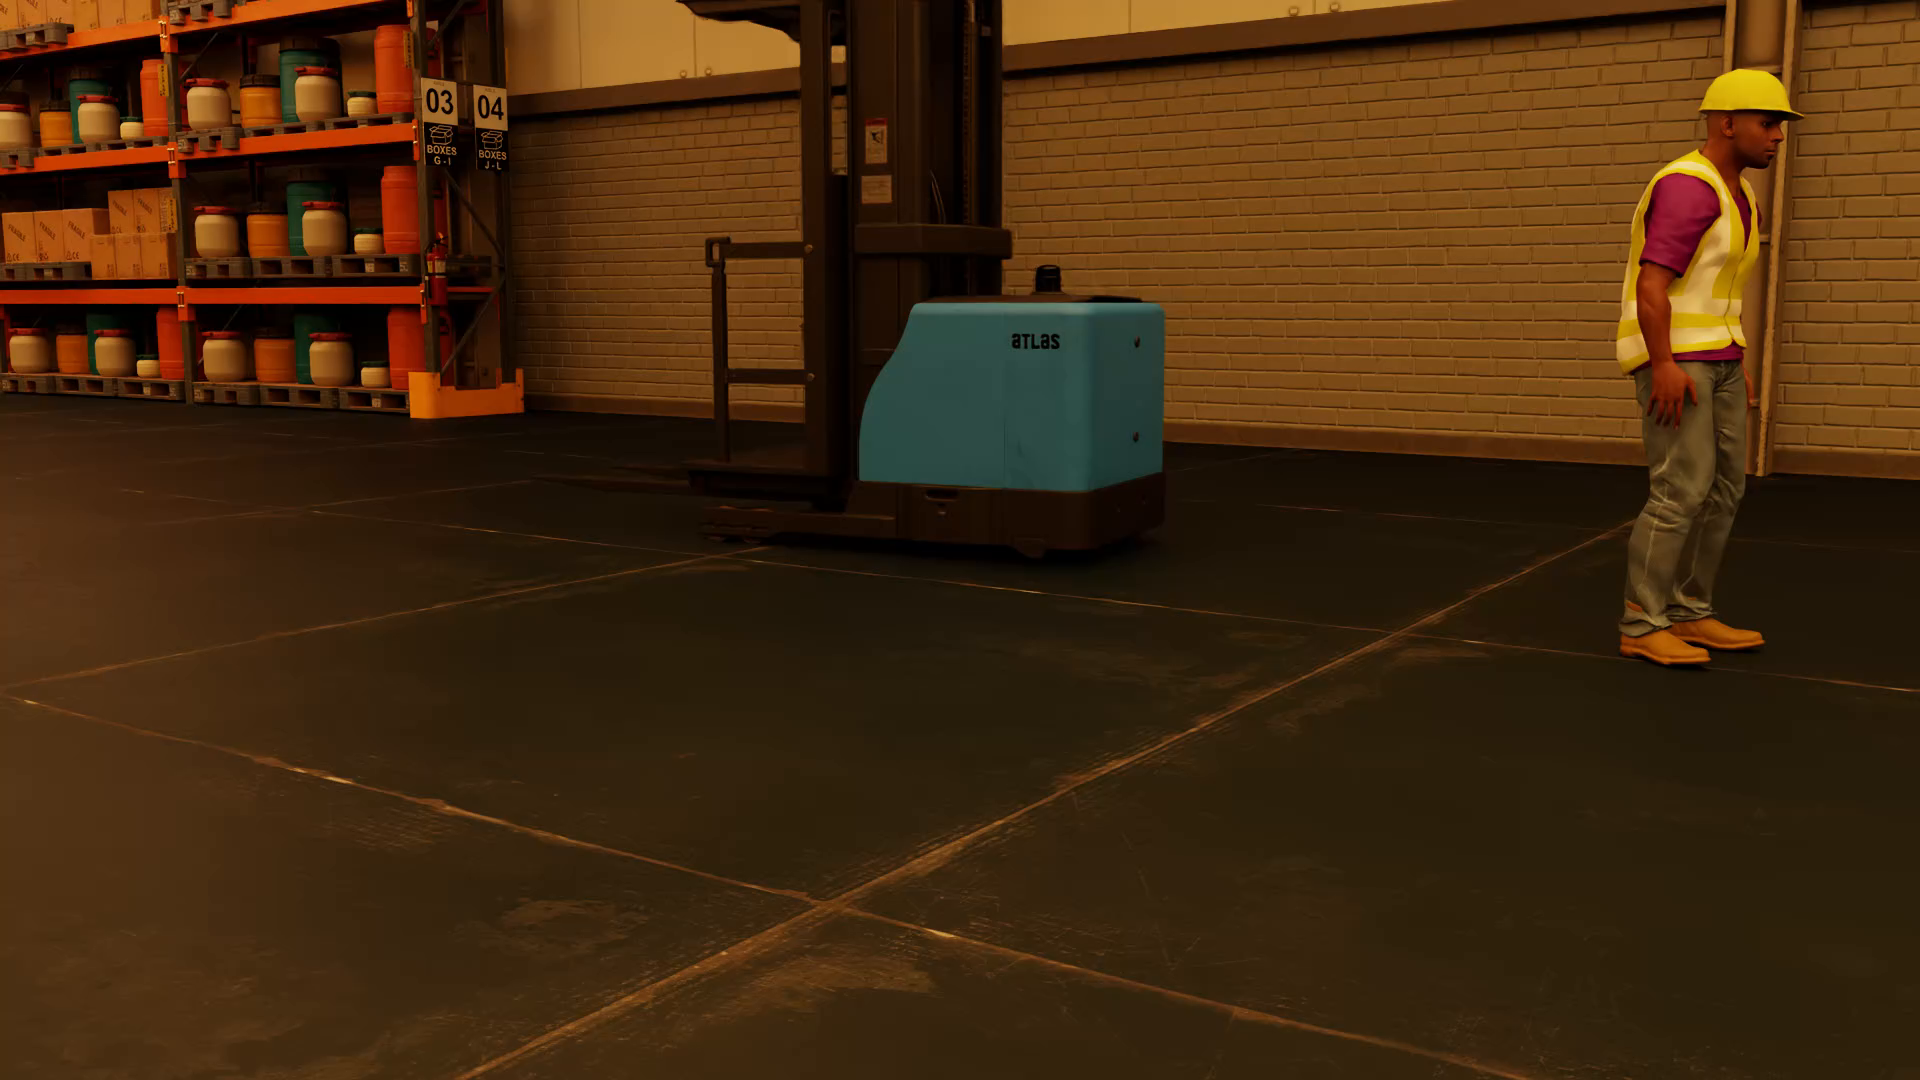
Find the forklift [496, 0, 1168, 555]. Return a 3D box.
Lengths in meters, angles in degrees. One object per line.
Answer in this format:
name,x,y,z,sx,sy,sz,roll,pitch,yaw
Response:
forklift,-0.596,-1.469,7.520,3.031,2.935,1.130,2,8,12

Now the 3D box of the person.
person,2.260,-0.525,5.057,0.632,1.759,0.462,-8,11,-44
